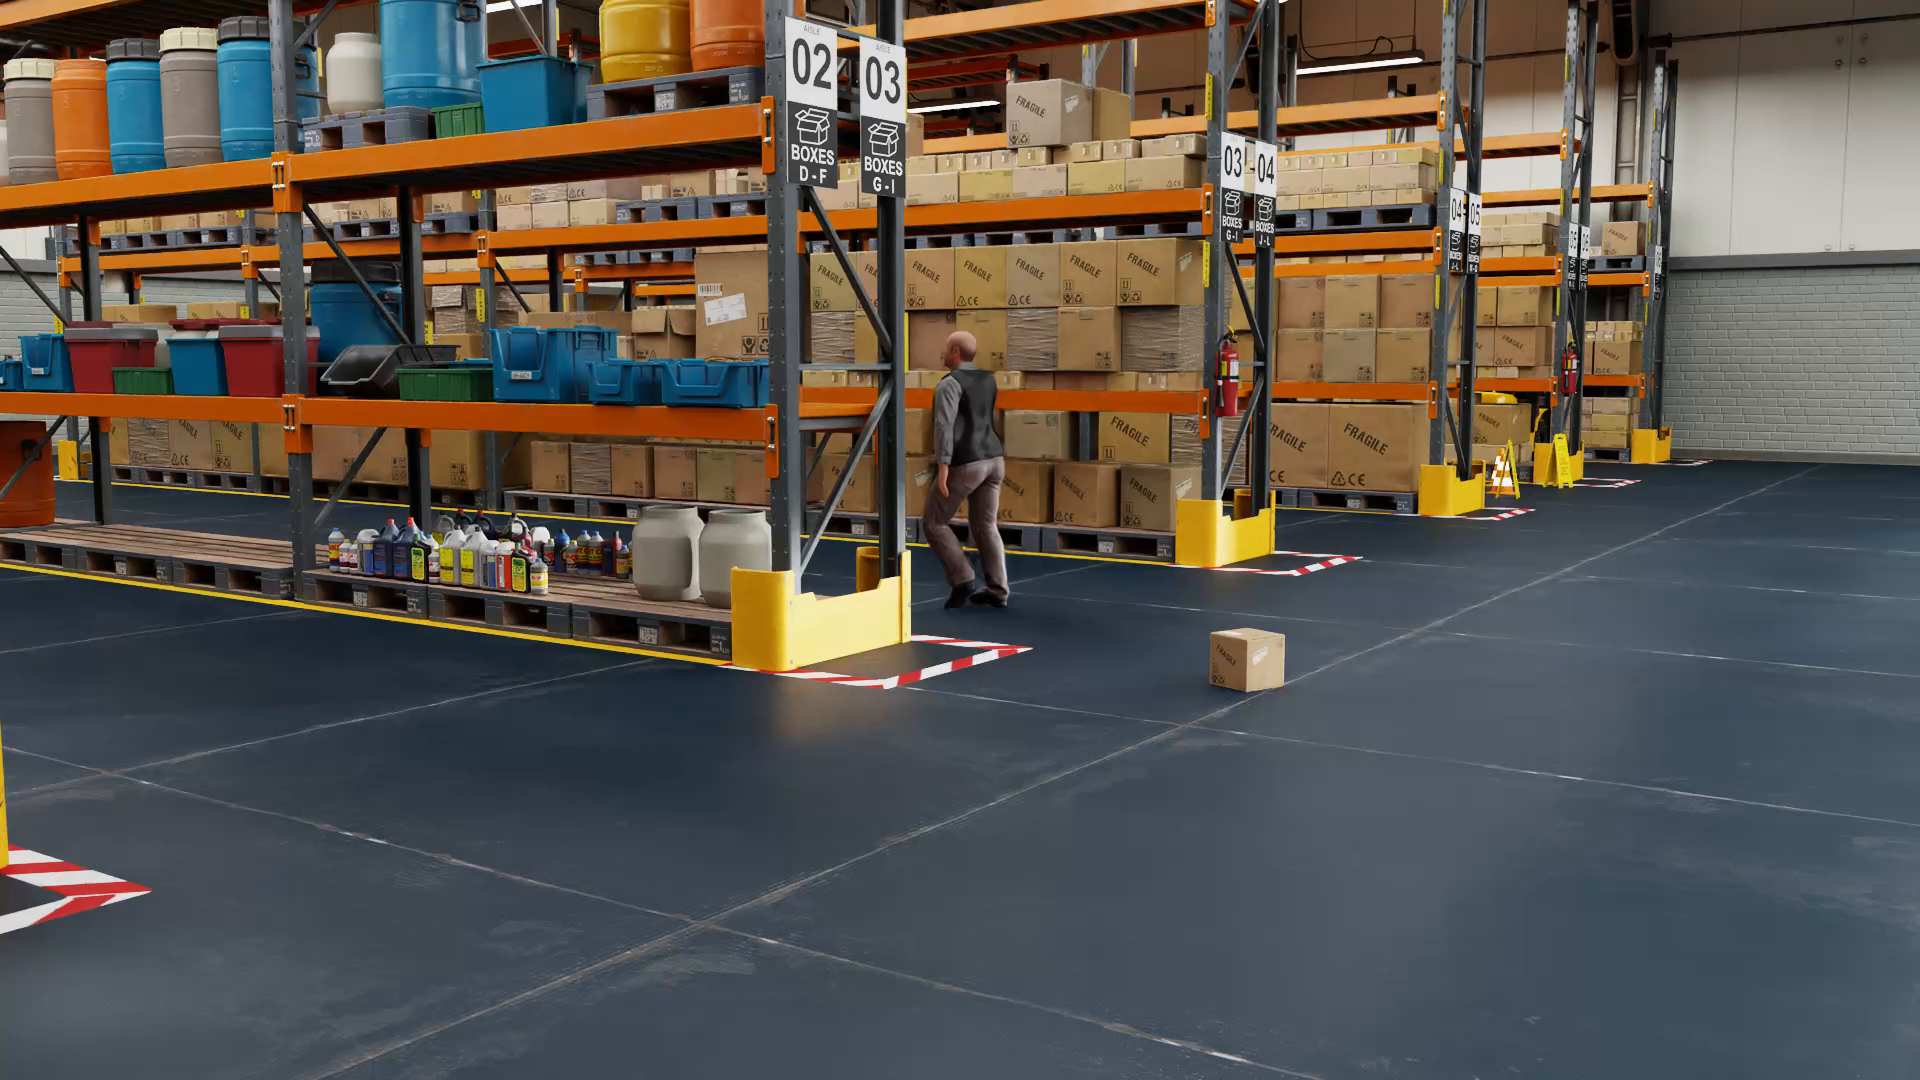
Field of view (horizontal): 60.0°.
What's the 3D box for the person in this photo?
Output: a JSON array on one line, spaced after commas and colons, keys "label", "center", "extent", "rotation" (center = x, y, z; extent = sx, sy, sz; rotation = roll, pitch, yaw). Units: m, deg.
[{"label": "person", "center": [0.040, -0.414, 10.260], "extent": [0.510, 1.740, 0.574], "rotation": [6, 8, 42]}]
